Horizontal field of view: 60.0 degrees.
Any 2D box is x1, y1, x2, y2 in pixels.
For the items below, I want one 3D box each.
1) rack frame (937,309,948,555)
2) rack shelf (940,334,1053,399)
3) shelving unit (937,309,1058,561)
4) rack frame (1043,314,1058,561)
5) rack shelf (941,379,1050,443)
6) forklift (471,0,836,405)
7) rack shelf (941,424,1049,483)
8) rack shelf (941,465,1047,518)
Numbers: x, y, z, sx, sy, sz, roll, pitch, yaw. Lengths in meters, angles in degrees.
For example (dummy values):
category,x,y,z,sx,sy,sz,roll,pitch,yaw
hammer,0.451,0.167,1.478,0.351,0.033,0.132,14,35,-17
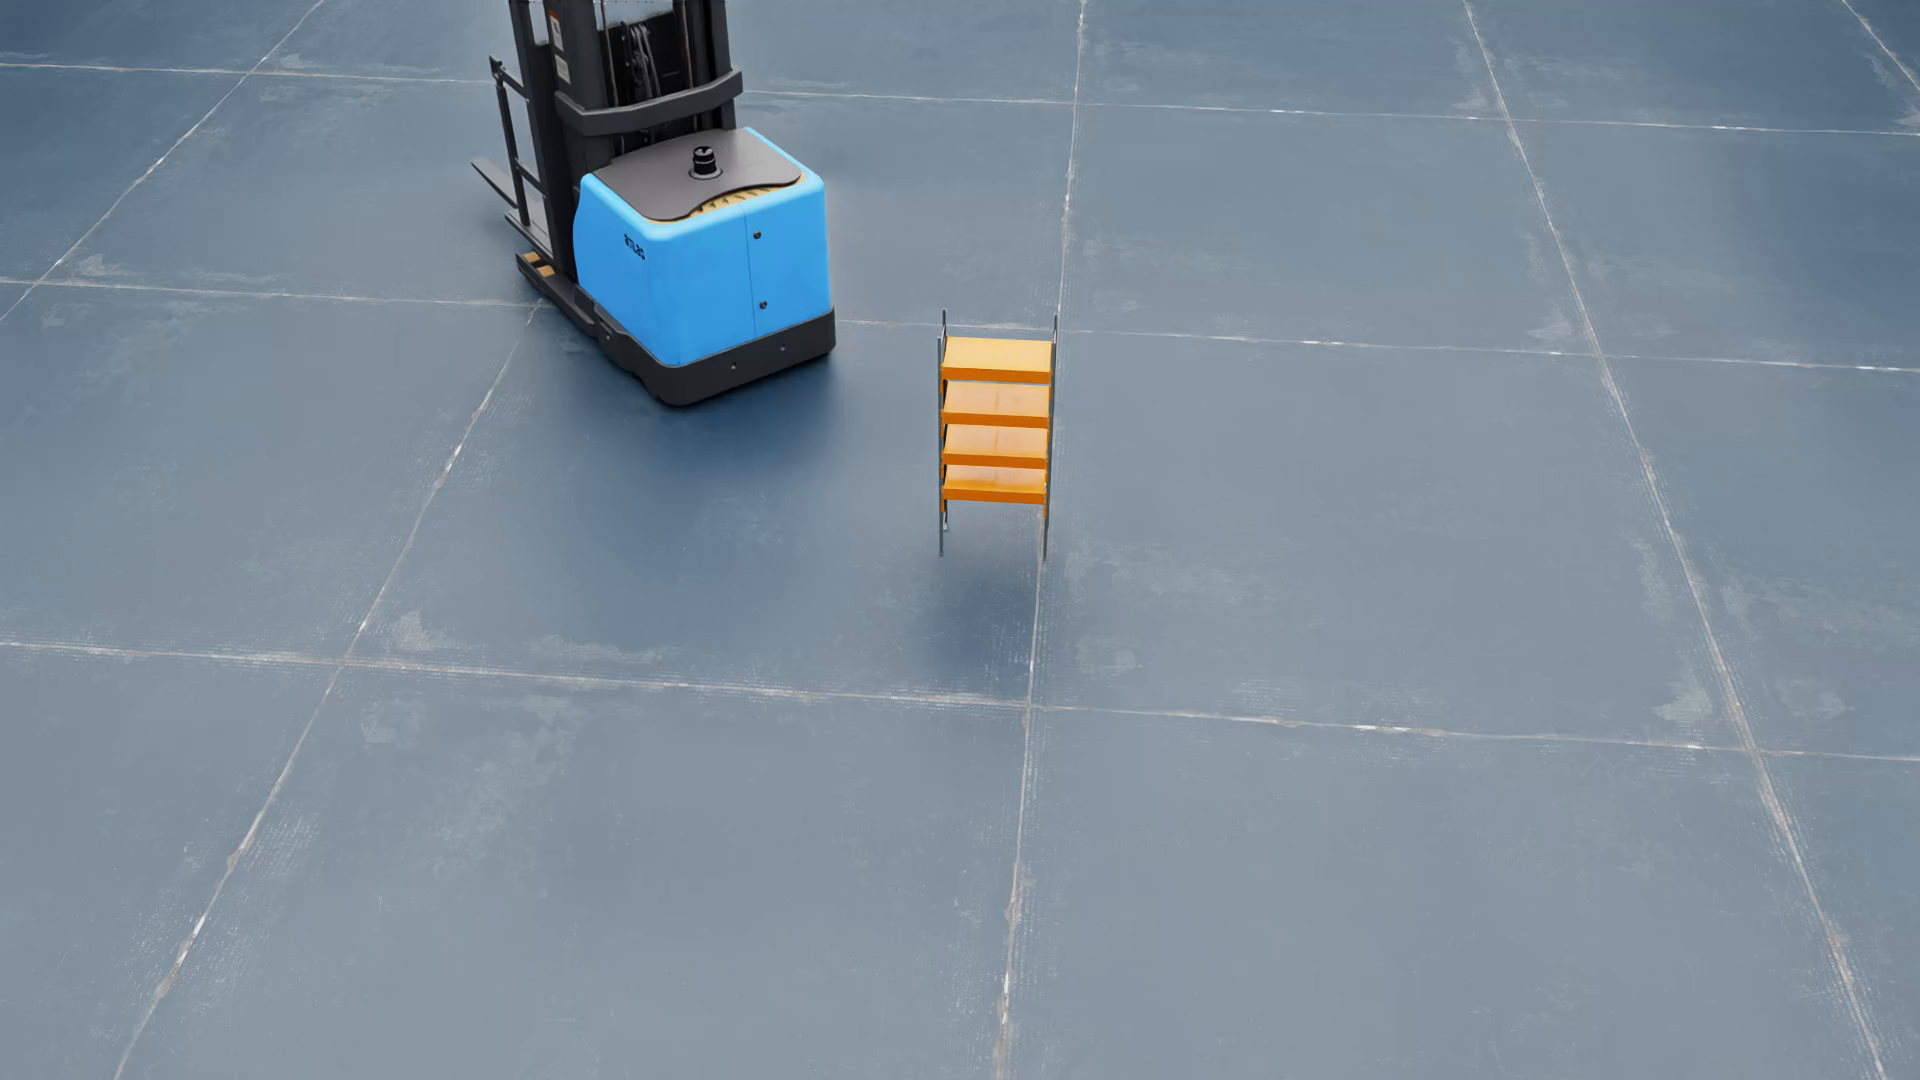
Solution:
category,x,y,z,sx,sy,sz,roll,pitch,yaw
rack frame,-0.078,-0.470,7.547,0.015,1.200,0.240,3,39,4
rack shelf,0.165,-0.761,7.283,0.480,0.148,0.258,3,39,4
shelving unit,0.165,-0.456,7.531,0.503,1.200,0.258,3,39,4
rack frame,0.408,-0.443,7.514,0.015,1.200,0.240,3,39,4
rack shelf,0.165,-0.578,7.432,0.480,0.148,0.258,3,39,4
forklift,-1.947,-2.724,8.946,1.130,2.935,3.031,-24,45,-27
rack shelf,0.165,-0.404,7.573,0.480,0.148,0.258,3,39,4
rack shelf,0.165,-0.250,7.698,0.480,0.148,0.258,3,39,4
